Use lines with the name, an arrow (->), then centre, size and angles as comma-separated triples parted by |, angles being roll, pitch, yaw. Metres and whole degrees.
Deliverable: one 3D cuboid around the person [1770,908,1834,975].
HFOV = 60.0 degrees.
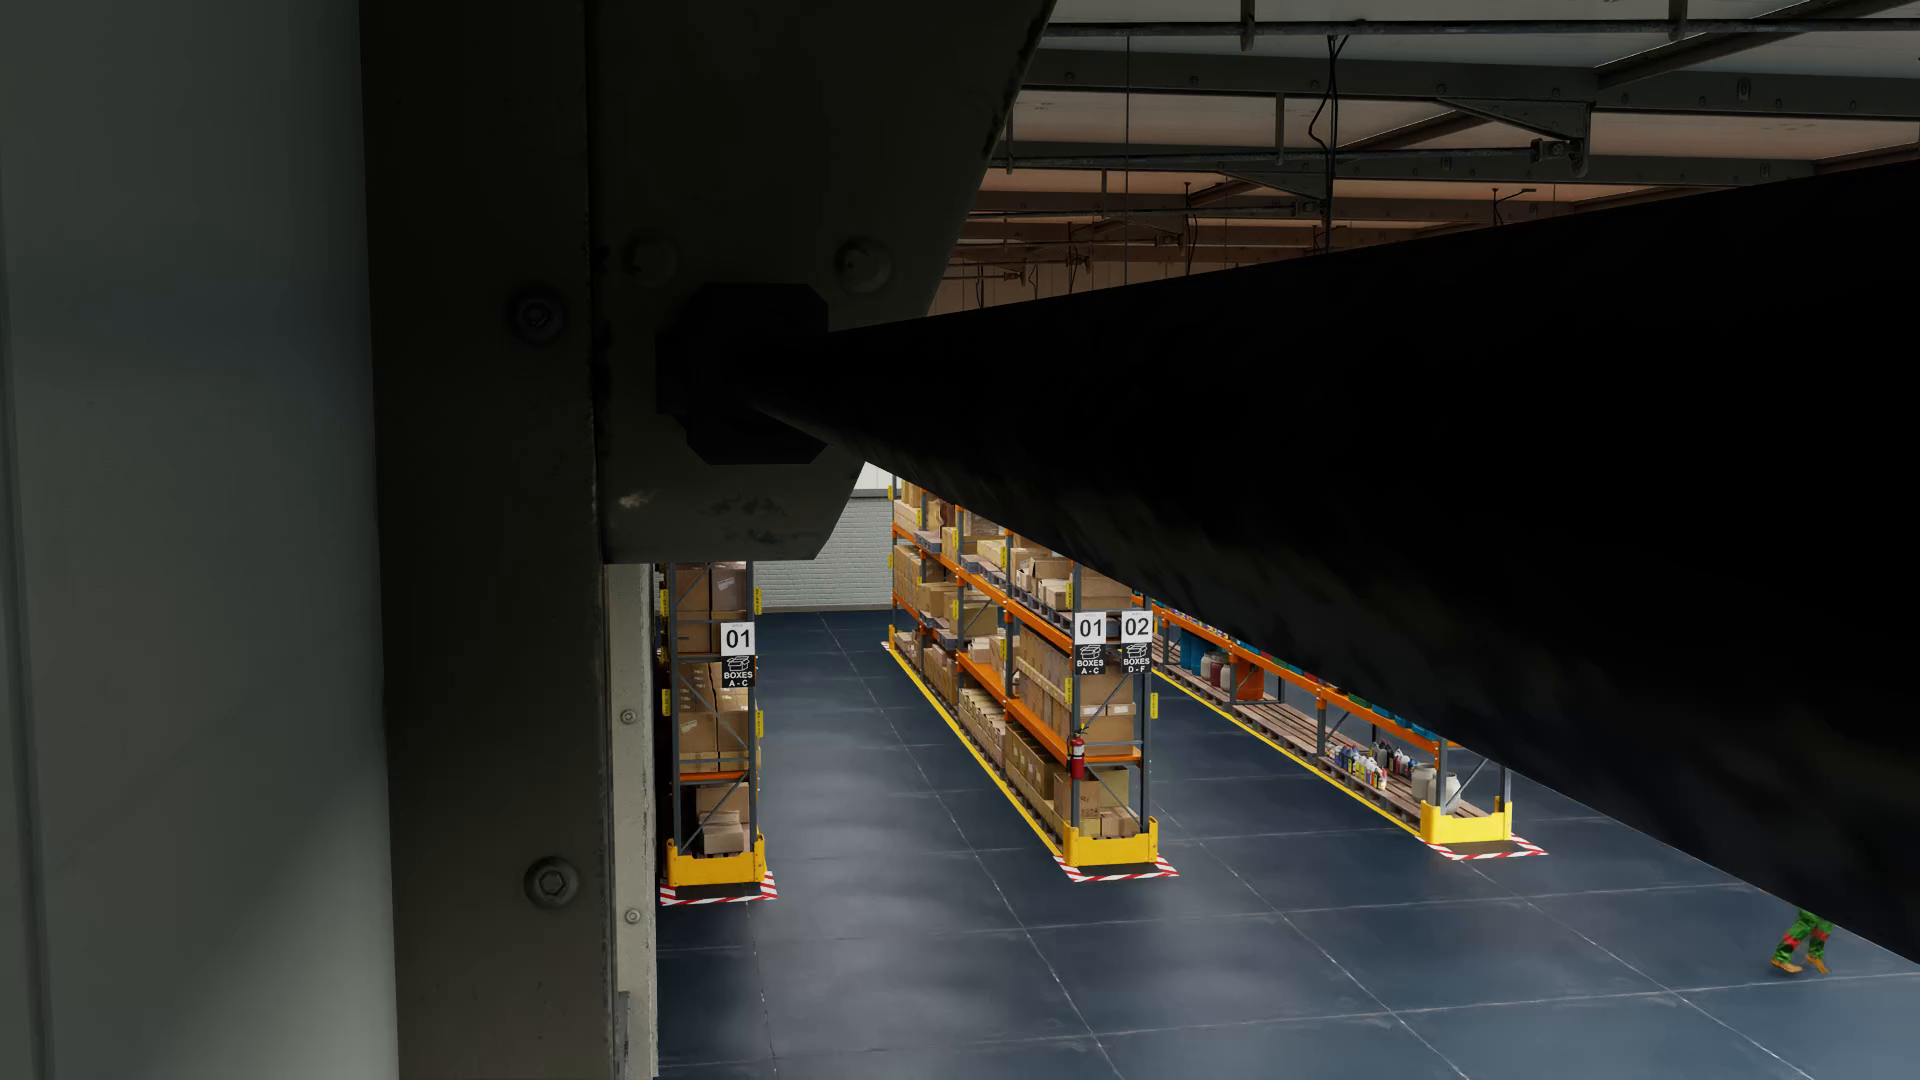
person -> 8.768, 3.601, 17.068 | 0.777, 1.852, 0.664 | 1, 6, 11
